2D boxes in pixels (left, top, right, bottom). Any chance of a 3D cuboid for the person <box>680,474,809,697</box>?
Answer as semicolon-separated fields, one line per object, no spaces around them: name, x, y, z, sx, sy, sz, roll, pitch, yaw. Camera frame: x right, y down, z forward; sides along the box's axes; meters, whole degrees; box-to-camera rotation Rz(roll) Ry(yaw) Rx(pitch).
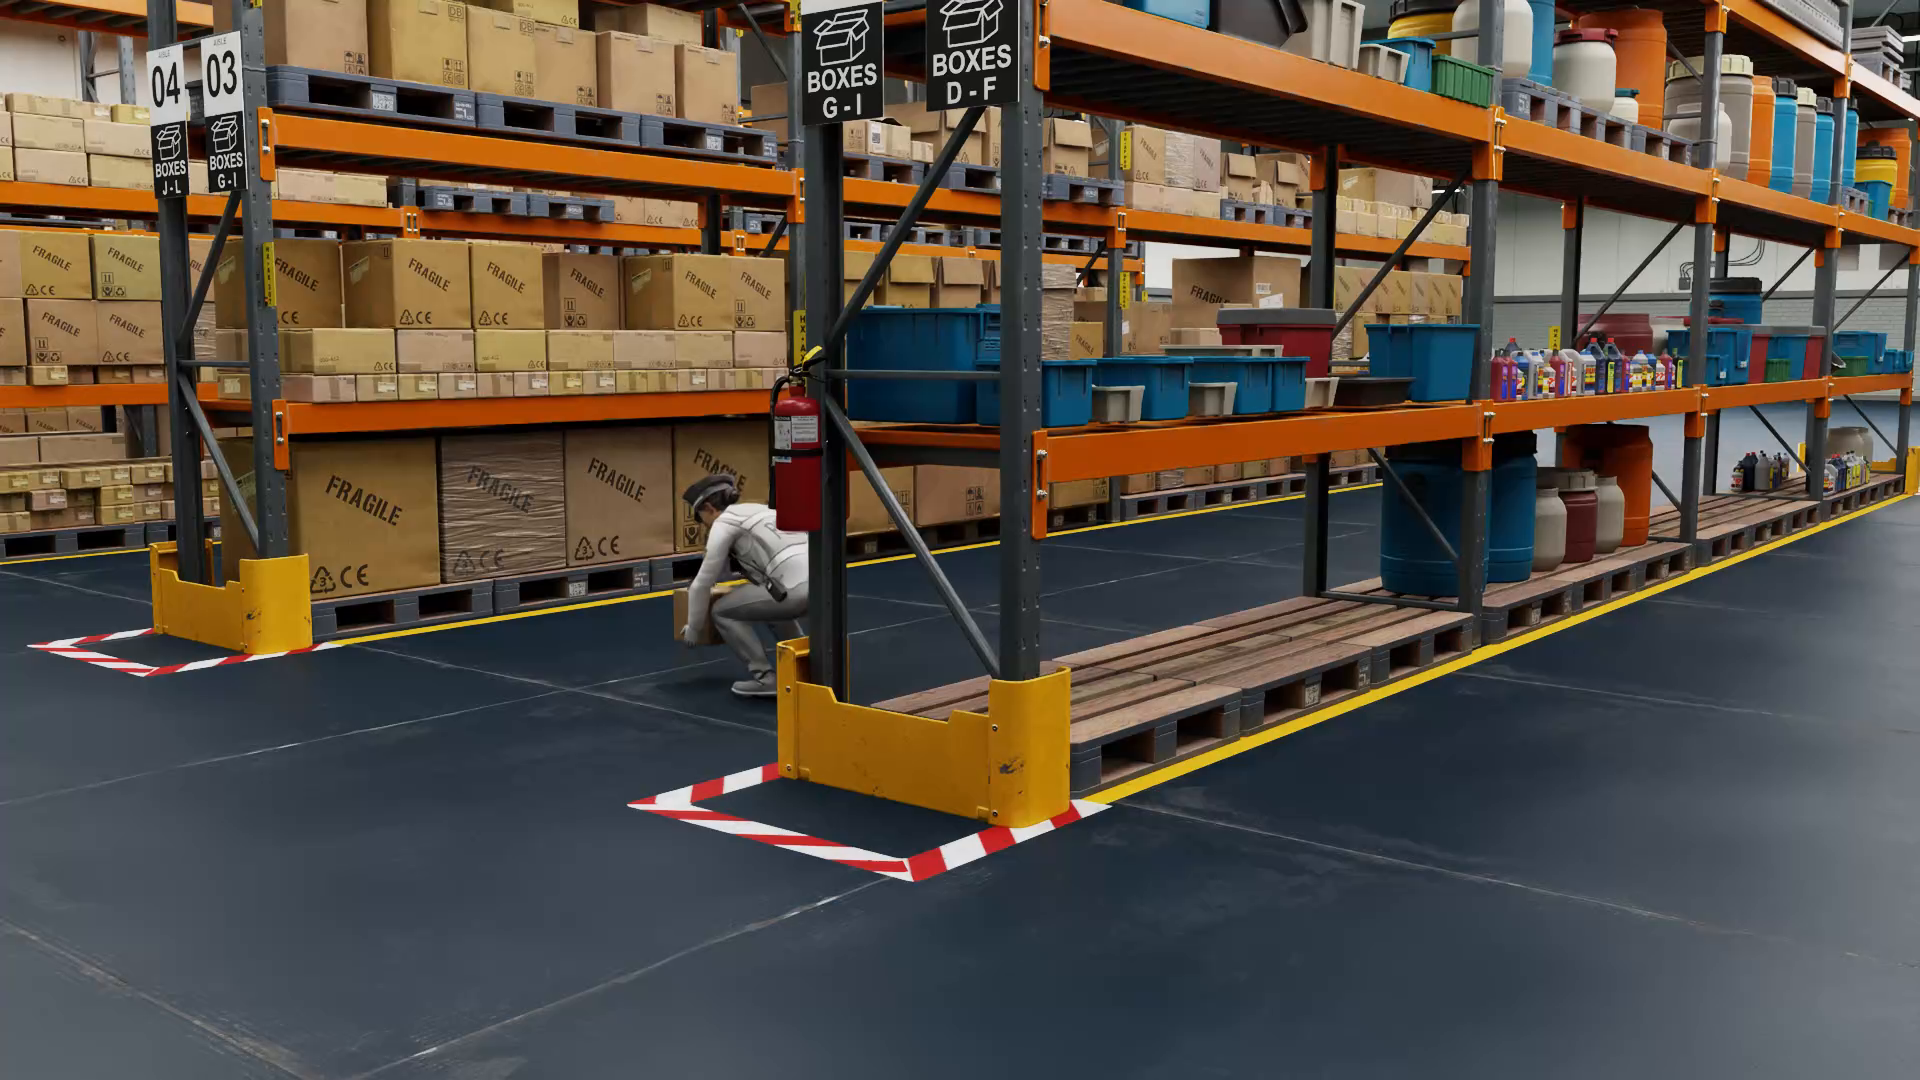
person;-0.938;0.209;7.737;0.819;1.020;0.498;5;9;38
